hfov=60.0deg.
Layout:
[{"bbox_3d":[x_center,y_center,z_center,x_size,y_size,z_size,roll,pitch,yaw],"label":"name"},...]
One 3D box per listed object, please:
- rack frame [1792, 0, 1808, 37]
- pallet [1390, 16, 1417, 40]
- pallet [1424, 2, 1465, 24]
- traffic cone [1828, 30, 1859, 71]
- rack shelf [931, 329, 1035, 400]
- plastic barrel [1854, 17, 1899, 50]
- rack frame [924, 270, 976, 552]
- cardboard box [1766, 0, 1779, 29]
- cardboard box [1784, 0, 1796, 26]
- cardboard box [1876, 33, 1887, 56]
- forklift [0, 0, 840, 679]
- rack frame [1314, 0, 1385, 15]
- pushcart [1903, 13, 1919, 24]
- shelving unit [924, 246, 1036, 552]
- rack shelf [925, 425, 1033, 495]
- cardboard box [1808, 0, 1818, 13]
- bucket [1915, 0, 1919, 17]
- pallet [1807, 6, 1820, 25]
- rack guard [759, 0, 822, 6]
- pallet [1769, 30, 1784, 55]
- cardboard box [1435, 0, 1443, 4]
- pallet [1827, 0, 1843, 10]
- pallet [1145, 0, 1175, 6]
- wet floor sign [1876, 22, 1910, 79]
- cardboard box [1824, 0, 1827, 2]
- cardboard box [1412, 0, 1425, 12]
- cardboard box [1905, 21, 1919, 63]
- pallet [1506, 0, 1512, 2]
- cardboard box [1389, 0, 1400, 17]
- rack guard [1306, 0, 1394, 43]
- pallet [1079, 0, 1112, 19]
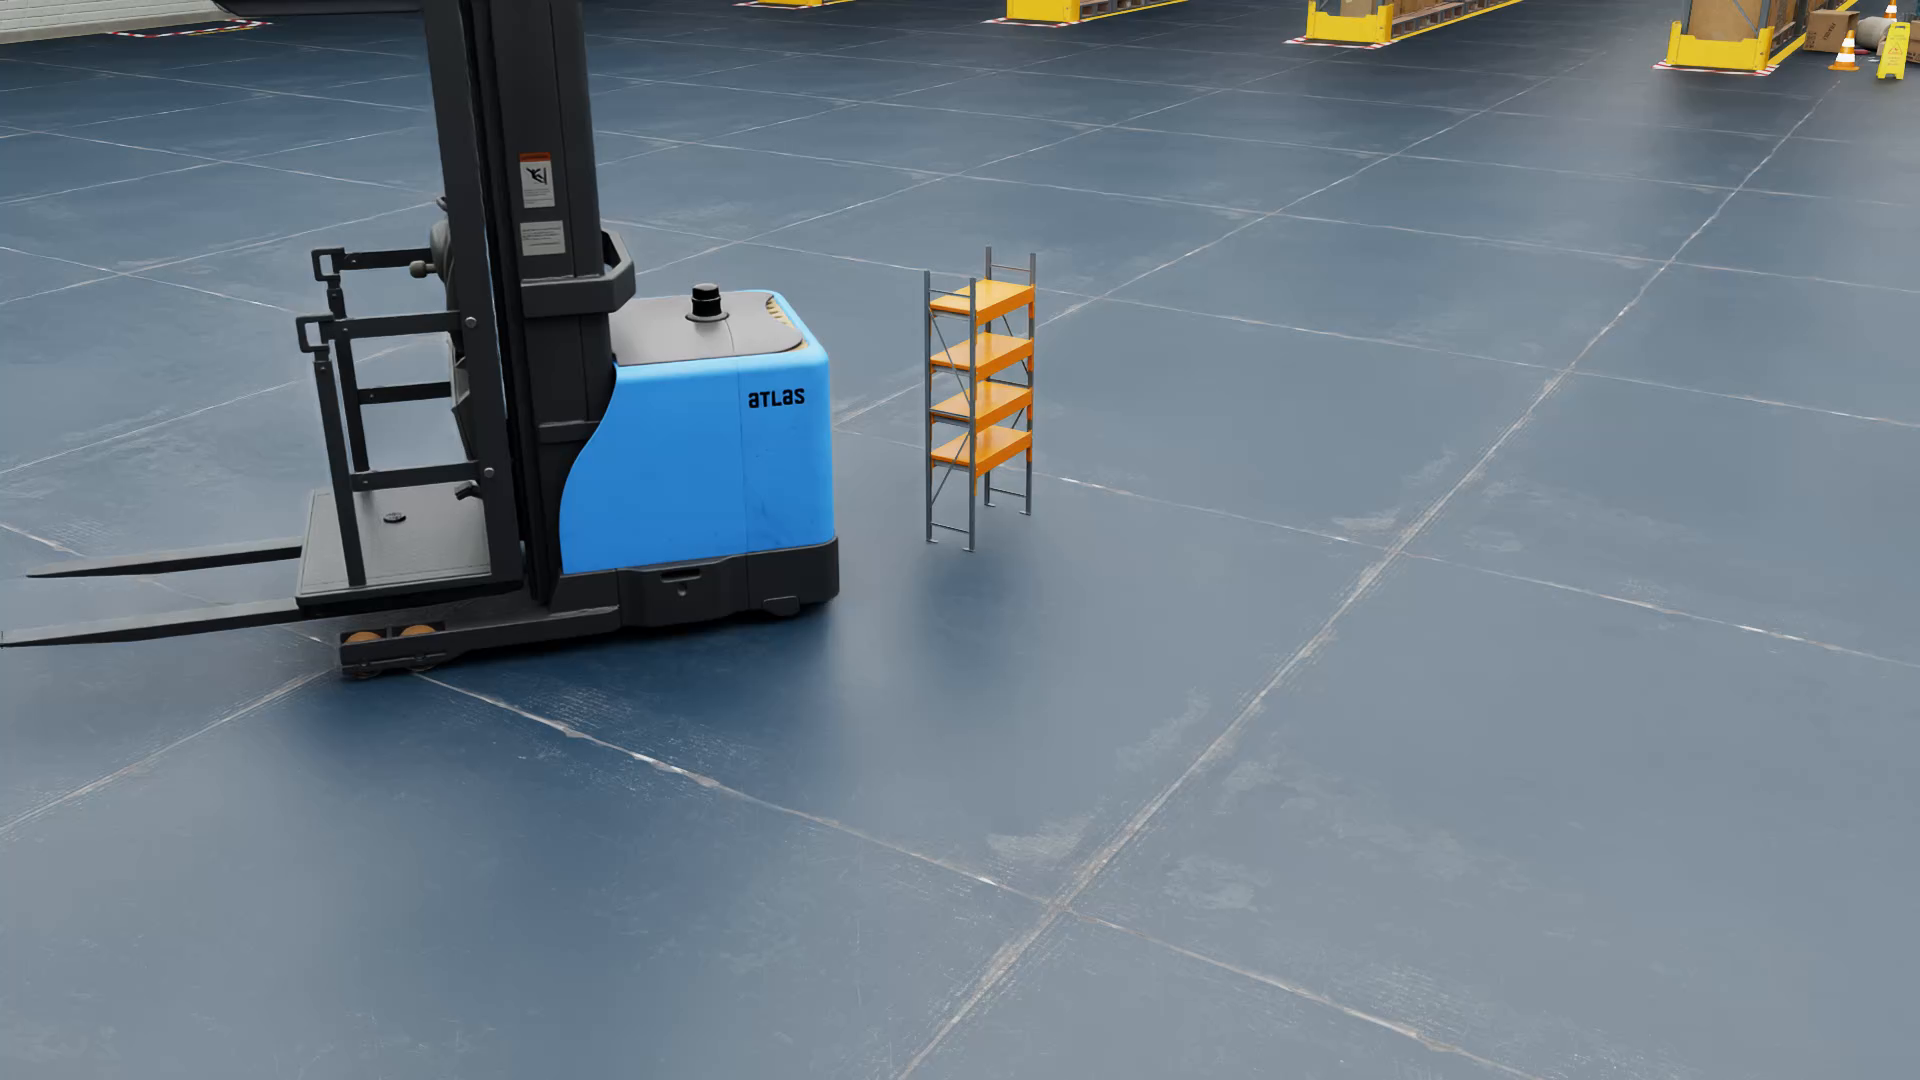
[{"bbox_3d":[11.784,-8.797,23.796,1.000,3.000,0.127,14,27,29],"label":"rack frame"},{"bbox_3d":[6.012,-7.534,24.387,1.003,0.211,1.213,14,27,29],"label":"pallet"},{"bbox_3d":[7.299,-8.357,26.289,1.003,0.211,1.213,14,27,29],"label":"pallet"},{"bbox_3d":[11.160,-6.165,20.908,0.336,0.463,0.334,14,27,29],"label":"traffic cone"},{"bbox_3d":[0.087,-0.750,7.079,0.258,0.148,0.480,14,27,29],"label":"rack shelf"},{"bbox_3d":[12.488,-6.911,22.681,0.421,0.421,0.512,-7,24,-17],"label":"plastic barrel"},{"bbox_3d":[-0.041,-0.524,6.950,0.240,1.200,0.015,14,27,29],"label":"rack frame"},{"bbox_3d":[10.438,-7.205,22.264,0.875,0.875,0.875,13,27,28],"label":"cardboard box"},{"bbox_3d":[11.392,-7.817,23.678,0.875,0.875,0.875,14,27,30],"label":"cardboard box"},{"bbox_3d":[12.442,-6.577,22.107,0.396,0.266,0.258,20,30,38],"label":"cardboard box"},{"bbox_3d":[-2.053,-1.073,6.040,3.031,2.935,1.130,-7,24,-15],"label":"forklift"},{"bbox_3d":[5.513,-8.521,23.157,1.000,3.000,0.127,14,27,29],"label":"rack frame"},{"bbox_3d":[14.079,-7.052,23.064,1.648,0.377,0.936,5,24,11],"label":"pushcart"},{"bbox_3d":[0.087,-0.606,7.141,0.258,1.200,0.503,14,27,29],"label":"shelving unit"},{"bbox_3d":[0.087,-0.363,7.246,0.258,0.148,0.480,14,27,29],"label":"rack shelf"},{"bbox_3d":[12.547,-8.511,25.437,1.050,0.750,0.750,14,27,29],"label":"cardboard box"},{"bbox_3d":[13.671,-7.464,22.922,0.620,0.611,0.726,-6,22,-39],"label":"bucket"},{"bbox_3d":[12.769,-8.207,25.943,1.003,0.211,1.213,14,27,29],"label":"pallet"},{"bbox_3d":[-2.913,-9.443,28.433,1.175,0.500,0.348,14,27,29],"label":"rack guard"},{"bbox_3d":[10.673,-6.864,22.840,1.003,0.211,1.213,14,27,29],"label":"pallet"},{"bbox_3d":[7.378,-8.790,26.396,0.500,0.500,0.500,13,27,27],"label":"cardboard box"},{"bbox_3d":[14.307,-9.131,28.077,1.003,0.211,1.213,14,27,29],"label":"pallet"},{"bbox_3d":[3.026,-9.411,28.724,1.003,0.211,1.213,14,27,29],"label":"pallet"},{"bbox_3d":[11.341,-5.942,20.164,0.267,0.644,0.232,9,25,20],"label":"wet floor sign"},{"bbox_3d":[13.496,-9.121,26.847,1.050,0.750,0.750,13,27,28],"label":"cardboard box"},{"bbox_3d":[6.822,-8.369,25.424,0.500,0.500,0.500,11,26,24],"label":"cardboard box"},{"bbox_3d":[12.708,-6.422,21.451,0.797,0.503,0.637,-3,24,-7],"label":"cardboard box"},{"bbox_3d":[9.320,-9.678,29.340,1.003,0.211,1.213,14,27,29],"label":"pallet"},{"bbox_3d":[6.143,-7.983,24.532,0.500,0.500,0.500,-20,31,-39],"label":"cardboard box"},{"bbox_3d":[5.553,-7.399,23.713,1.175,0.500,0.348,14,27,29],"label":"rack guard"},{"bbox_3d":[1.739,-8.588,26.822,1.003,0.211,1.213,14,27,29],"label":"pallet"}]
